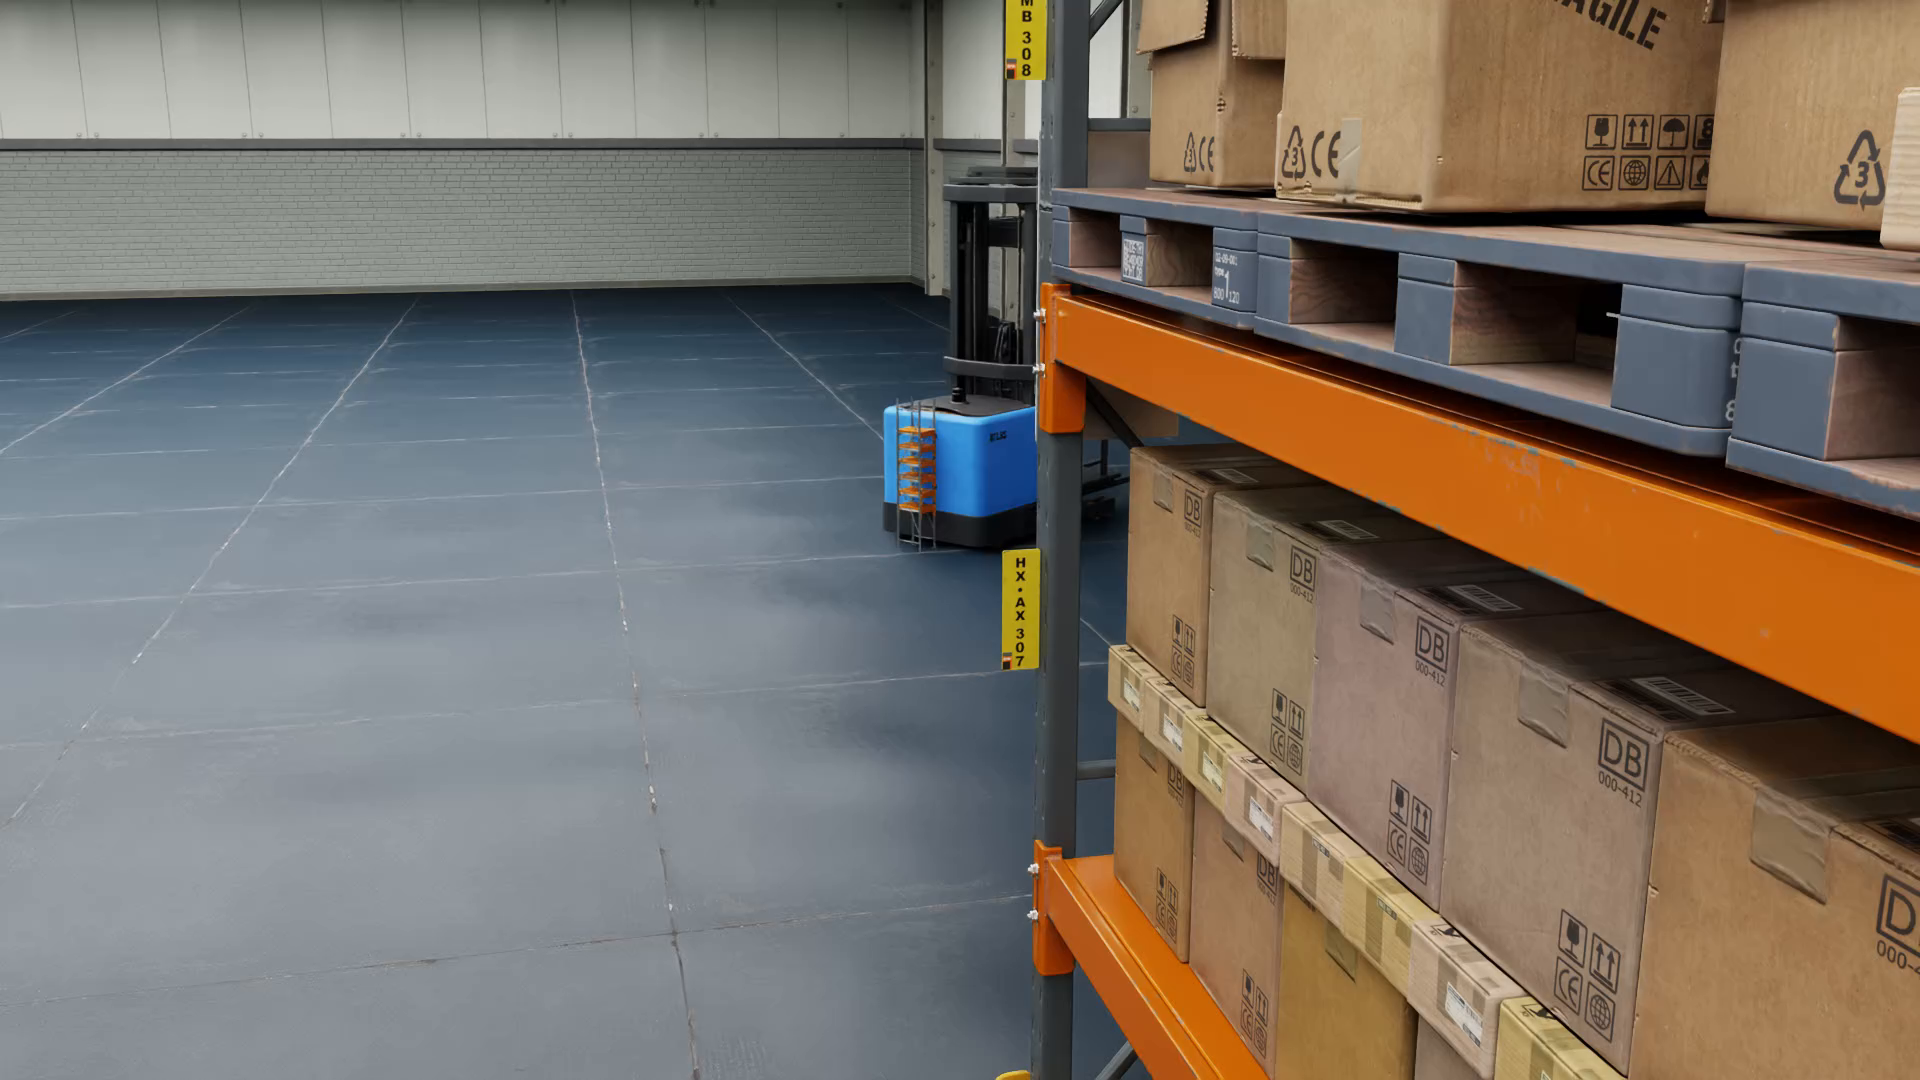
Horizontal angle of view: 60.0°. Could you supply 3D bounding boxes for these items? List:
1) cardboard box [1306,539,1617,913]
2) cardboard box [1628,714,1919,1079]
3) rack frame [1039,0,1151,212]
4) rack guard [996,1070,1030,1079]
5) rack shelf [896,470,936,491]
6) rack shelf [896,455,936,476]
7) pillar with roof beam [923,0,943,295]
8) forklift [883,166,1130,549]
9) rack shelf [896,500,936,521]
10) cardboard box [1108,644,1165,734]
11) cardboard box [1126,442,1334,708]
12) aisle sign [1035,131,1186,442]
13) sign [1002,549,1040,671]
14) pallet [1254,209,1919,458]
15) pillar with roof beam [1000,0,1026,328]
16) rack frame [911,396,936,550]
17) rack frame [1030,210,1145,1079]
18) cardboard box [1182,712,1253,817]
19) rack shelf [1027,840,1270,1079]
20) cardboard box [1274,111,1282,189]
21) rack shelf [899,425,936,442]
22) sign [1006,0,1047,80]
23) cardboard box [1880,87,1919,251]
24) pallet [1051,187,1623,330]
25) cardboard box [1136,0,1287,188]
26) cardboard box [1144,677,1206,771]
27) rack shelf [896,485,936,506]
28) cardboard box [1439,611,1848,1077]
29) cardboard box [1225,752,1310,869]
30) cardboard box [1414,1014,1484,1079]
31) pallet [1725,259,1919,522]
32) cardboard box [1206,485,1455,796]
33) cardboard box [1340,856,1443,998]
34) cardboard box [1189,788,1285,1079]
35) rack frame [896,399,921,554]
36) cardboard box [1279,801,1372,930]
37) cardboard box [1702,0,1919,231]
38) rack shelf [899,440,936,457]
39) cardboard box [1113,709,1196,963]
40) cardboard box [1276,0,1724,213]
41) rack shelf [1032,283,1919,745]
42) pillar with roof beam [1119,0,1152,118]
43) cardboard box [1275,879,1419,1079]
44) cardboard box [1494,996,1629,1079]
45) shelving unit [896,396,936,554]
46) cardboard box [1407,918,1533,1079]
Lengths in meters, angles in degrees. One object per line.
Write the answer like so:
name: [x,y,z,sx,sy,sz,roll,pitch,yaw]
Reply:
cardboard box: [1.058,0.292,2.967,0.700,0.500,0.500,-3,14,-13]
cardboard box: [1.293,0.523,2.022,0.700,0.500,0.500,-3,14,-13]
rack frame: [0.701,-2.301,3.886,1.000,3.000,0.127,-3,14,-13]
rack guard: [0.695,1.822,4.917,1.175,0.500,0.348,-3,14,-13]
rack shelf: [-0.342,-0.465,12.990,0.258,0.103,0.180,10,17,36]
rack shelf: [-0.342,-0.582,12.962,0.258,0.103,0.180,10,17,36]
pillar with roof beam: [-4.710,-9.146,31.901,9.100,9.000,0.400,-3,14,-13]
forklift: [0.673,-1.647,13.992,1.130,2.935,3.031,10,17,36]
rack shelf: [-0.342,-0.232,13.047,0.258,0.103,0.180,10,17,36]
cardboard box: [0.584,0.352,4.089,0.380,0.149,0.250,-3,14,-14]
cardboard box: [0.810,0.055,3.938,0.700,0.500,0.500,-3,14,-13]
aisle sign: [0.388,-0.648,4.281,0.394,0.787,0.004,-3,14,-13]
sign: [0.160,0.184,4.365,0.100,0.325,0.005,-3,14,-13]
pallet: [1.132,-0.355,2.424,1.003,0.211,1.213,-3,14,-13]
pillar with roof beam: [-3.301,-7.762,26.236,9.100,9.000,0.400,-3,14,-13]
rack frame: [-0.286,-0.526,13.050,0.240,1.200,0.006,10,17,36]
rack frame: [0.701,0.613,4.598,1.000,3.000,0.127,-3,14,-13]
cardboard box: [0.705,0.470,3.605,0.380,0.149,0.250,-3,14,-13]
rack shelf: [1.170,1.424,2.795,1.077,0.370,4.000,-3,14,-13]
cardboard box: [0.806,-0.713,3.054,0.380,0.149,0.250,-3,14,-13]
rack shelf: [-0.342,-0.815,12.905,0.258,0.103,0.180,10,17,36]
sign: [0.160,-1.278,4.008,0.100,0.325,0.005,-3,14,-13]
cardboard box: [1.091,-0.334,1.505,0.380,0.149,0.250,-3,14,-13]
pallet: [0.842,-0.637,3.579,1.003,0.211,1.213,-3,14,-13]
cardboard box: [0.832,-1.034,3.619,0.797,0.503,0.637,-2,14,-9]
cardboard box: [0.648,0.413,3.841,0.380,0.149,0.250,-4,14,-15]
rack shelf: [-0.342,-0.349,13.019,0.258,0.103,0.180,10,17,36]
cardboard box: [1.176,0.408,2.494,0.700,0.500,0.500,-3,14,-13]
cardboard box: [0.763,0.529,3.366,0.380,0.149,0.250,-4,14,-14]
cardboard box: [1.164,1.030,2.681,0.700,0.500,0.500,-3,14,-11]
pallet: [1.415,-0.074,1.275,1.003,0.211,1.213,-3,14,-13]
cardboard box: [0.939,0.176,3.443,0.700,0.500,0.500,-4,14,-15]
cardboard box: [0.888,0.649,2.874,0.380,0.149,0.250,-3,14,-14]
cardboard box: [0.926,0.794,3.647,0.700,0.500,0.500,-3,14,-12]
rack frame: [-0.398,-0.491,12.909,0.240,1.200,0.006,10,17,36]
cardboard box: [0.828,0.590,3.115,0.380,0.149,0.250,-4,14,-15]
cardboard box: [1.376,-0.630,1.970,0.797,0.503,0.637,-2,14,-7]
rack shelf: [-0.342,-0.698,12.933,0.258,0.103,0.180,10,17,36]
cardboard box: [0.798,0.673,4.142,0.700,0.500,0.500,-3,14,-13]
cardboard box: [0.825,-0.766,2.533,0.500,0.500,0.500,-3,14,-13]
rack shelf: [1.170,-0.033,2.439,1.077,0.370,4.000,-3,14,-13]
pillar with roof beam: [-1.892,-6.378,20.570,9.100,9.000,0.400,-3,14,-13]
cardboard box: [1.037,0.909,3.177,0.700,0.500,0.500,-3,14,-13]
cardboard box: [1.006,0.767,2.389,0.380,0.149,0.250,-3,14,-11]
shelving unit: [-0.342,-0.508,12.980,0.258,1.200,0.189,10,17,36]
cardboard box: [0.944,0.706,2.638,0.380,0.149,0.250,-3,14,-13]
